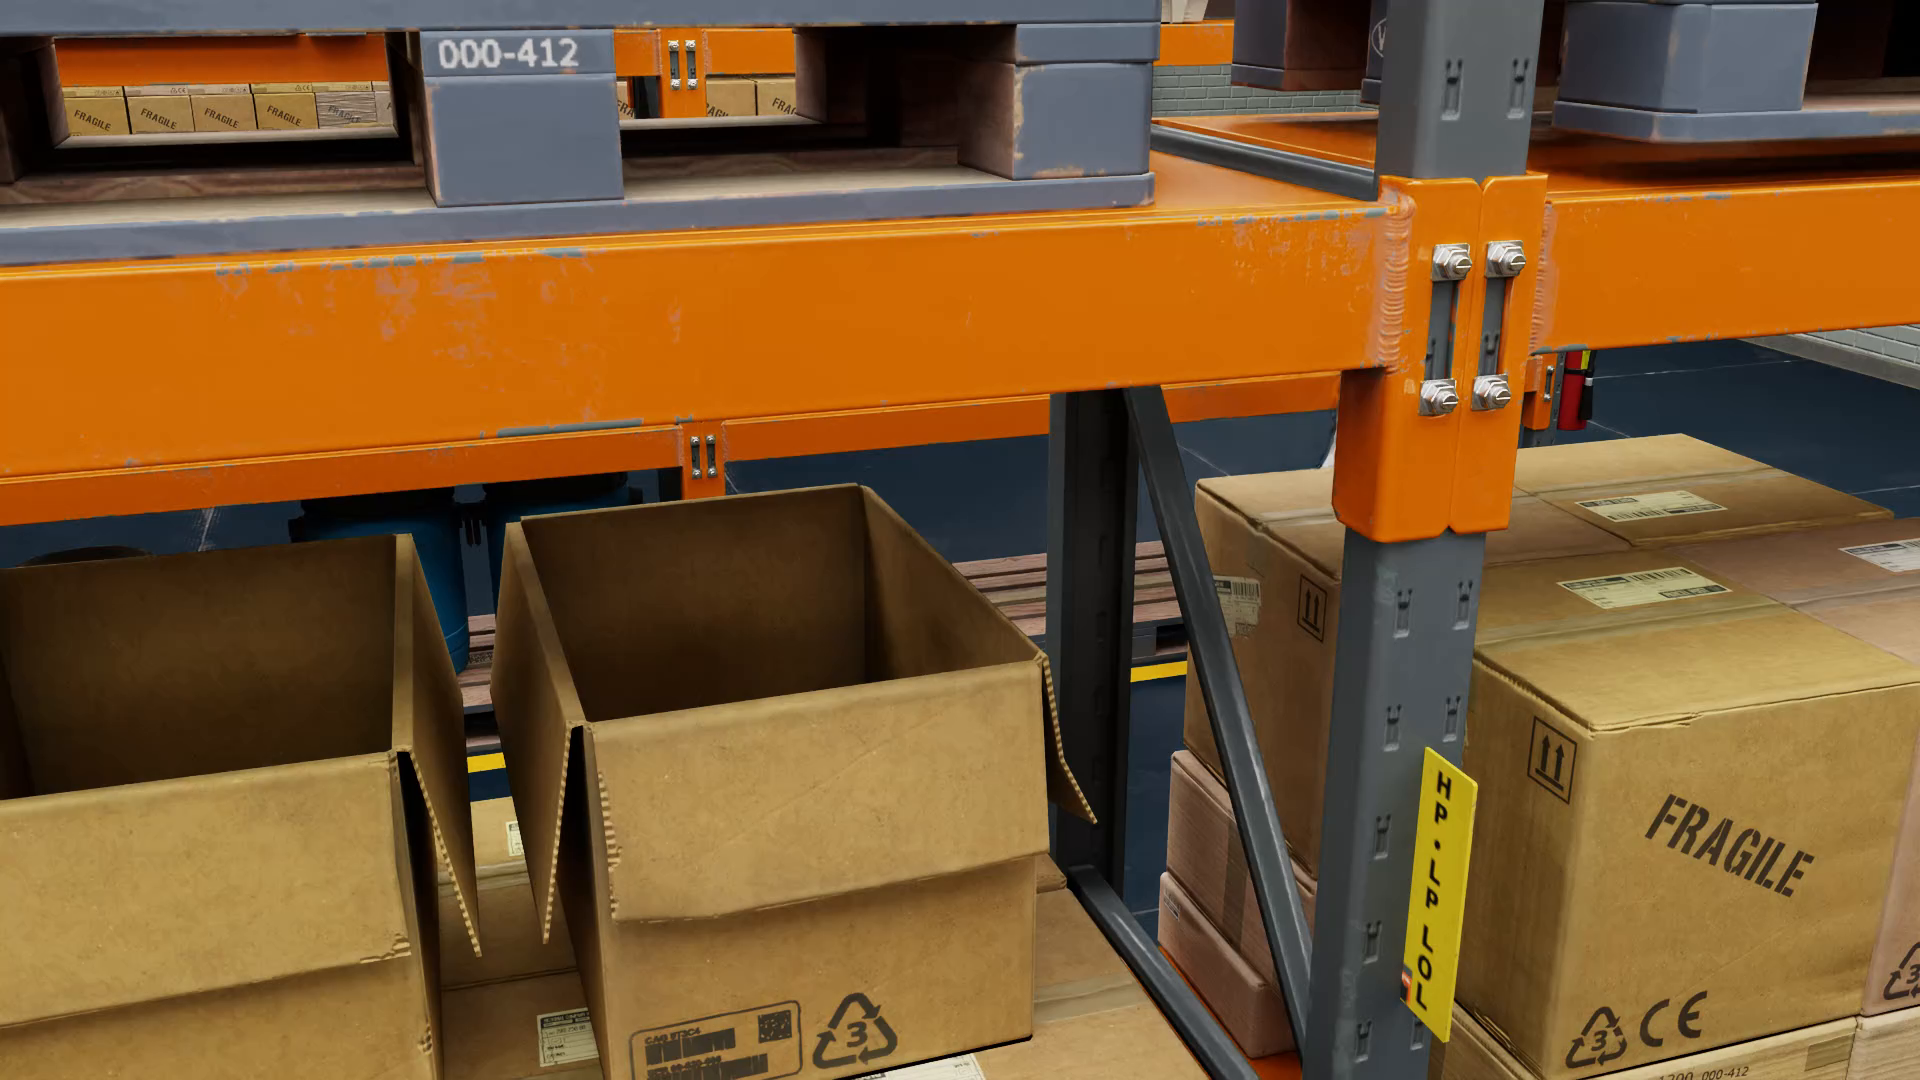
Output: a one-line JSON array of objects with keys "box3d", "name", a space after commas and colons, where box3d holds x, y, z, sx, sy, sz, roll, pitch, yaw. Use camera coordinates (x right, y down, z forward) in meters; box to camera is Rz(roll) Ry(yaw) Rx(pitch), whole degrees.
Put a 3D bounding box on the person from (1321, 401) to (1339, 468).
[{"box3d": [1.664, -0.163, 6.971, 0.544, 1.783, 0.578, 10, 22, 27], "name": "person"}]
